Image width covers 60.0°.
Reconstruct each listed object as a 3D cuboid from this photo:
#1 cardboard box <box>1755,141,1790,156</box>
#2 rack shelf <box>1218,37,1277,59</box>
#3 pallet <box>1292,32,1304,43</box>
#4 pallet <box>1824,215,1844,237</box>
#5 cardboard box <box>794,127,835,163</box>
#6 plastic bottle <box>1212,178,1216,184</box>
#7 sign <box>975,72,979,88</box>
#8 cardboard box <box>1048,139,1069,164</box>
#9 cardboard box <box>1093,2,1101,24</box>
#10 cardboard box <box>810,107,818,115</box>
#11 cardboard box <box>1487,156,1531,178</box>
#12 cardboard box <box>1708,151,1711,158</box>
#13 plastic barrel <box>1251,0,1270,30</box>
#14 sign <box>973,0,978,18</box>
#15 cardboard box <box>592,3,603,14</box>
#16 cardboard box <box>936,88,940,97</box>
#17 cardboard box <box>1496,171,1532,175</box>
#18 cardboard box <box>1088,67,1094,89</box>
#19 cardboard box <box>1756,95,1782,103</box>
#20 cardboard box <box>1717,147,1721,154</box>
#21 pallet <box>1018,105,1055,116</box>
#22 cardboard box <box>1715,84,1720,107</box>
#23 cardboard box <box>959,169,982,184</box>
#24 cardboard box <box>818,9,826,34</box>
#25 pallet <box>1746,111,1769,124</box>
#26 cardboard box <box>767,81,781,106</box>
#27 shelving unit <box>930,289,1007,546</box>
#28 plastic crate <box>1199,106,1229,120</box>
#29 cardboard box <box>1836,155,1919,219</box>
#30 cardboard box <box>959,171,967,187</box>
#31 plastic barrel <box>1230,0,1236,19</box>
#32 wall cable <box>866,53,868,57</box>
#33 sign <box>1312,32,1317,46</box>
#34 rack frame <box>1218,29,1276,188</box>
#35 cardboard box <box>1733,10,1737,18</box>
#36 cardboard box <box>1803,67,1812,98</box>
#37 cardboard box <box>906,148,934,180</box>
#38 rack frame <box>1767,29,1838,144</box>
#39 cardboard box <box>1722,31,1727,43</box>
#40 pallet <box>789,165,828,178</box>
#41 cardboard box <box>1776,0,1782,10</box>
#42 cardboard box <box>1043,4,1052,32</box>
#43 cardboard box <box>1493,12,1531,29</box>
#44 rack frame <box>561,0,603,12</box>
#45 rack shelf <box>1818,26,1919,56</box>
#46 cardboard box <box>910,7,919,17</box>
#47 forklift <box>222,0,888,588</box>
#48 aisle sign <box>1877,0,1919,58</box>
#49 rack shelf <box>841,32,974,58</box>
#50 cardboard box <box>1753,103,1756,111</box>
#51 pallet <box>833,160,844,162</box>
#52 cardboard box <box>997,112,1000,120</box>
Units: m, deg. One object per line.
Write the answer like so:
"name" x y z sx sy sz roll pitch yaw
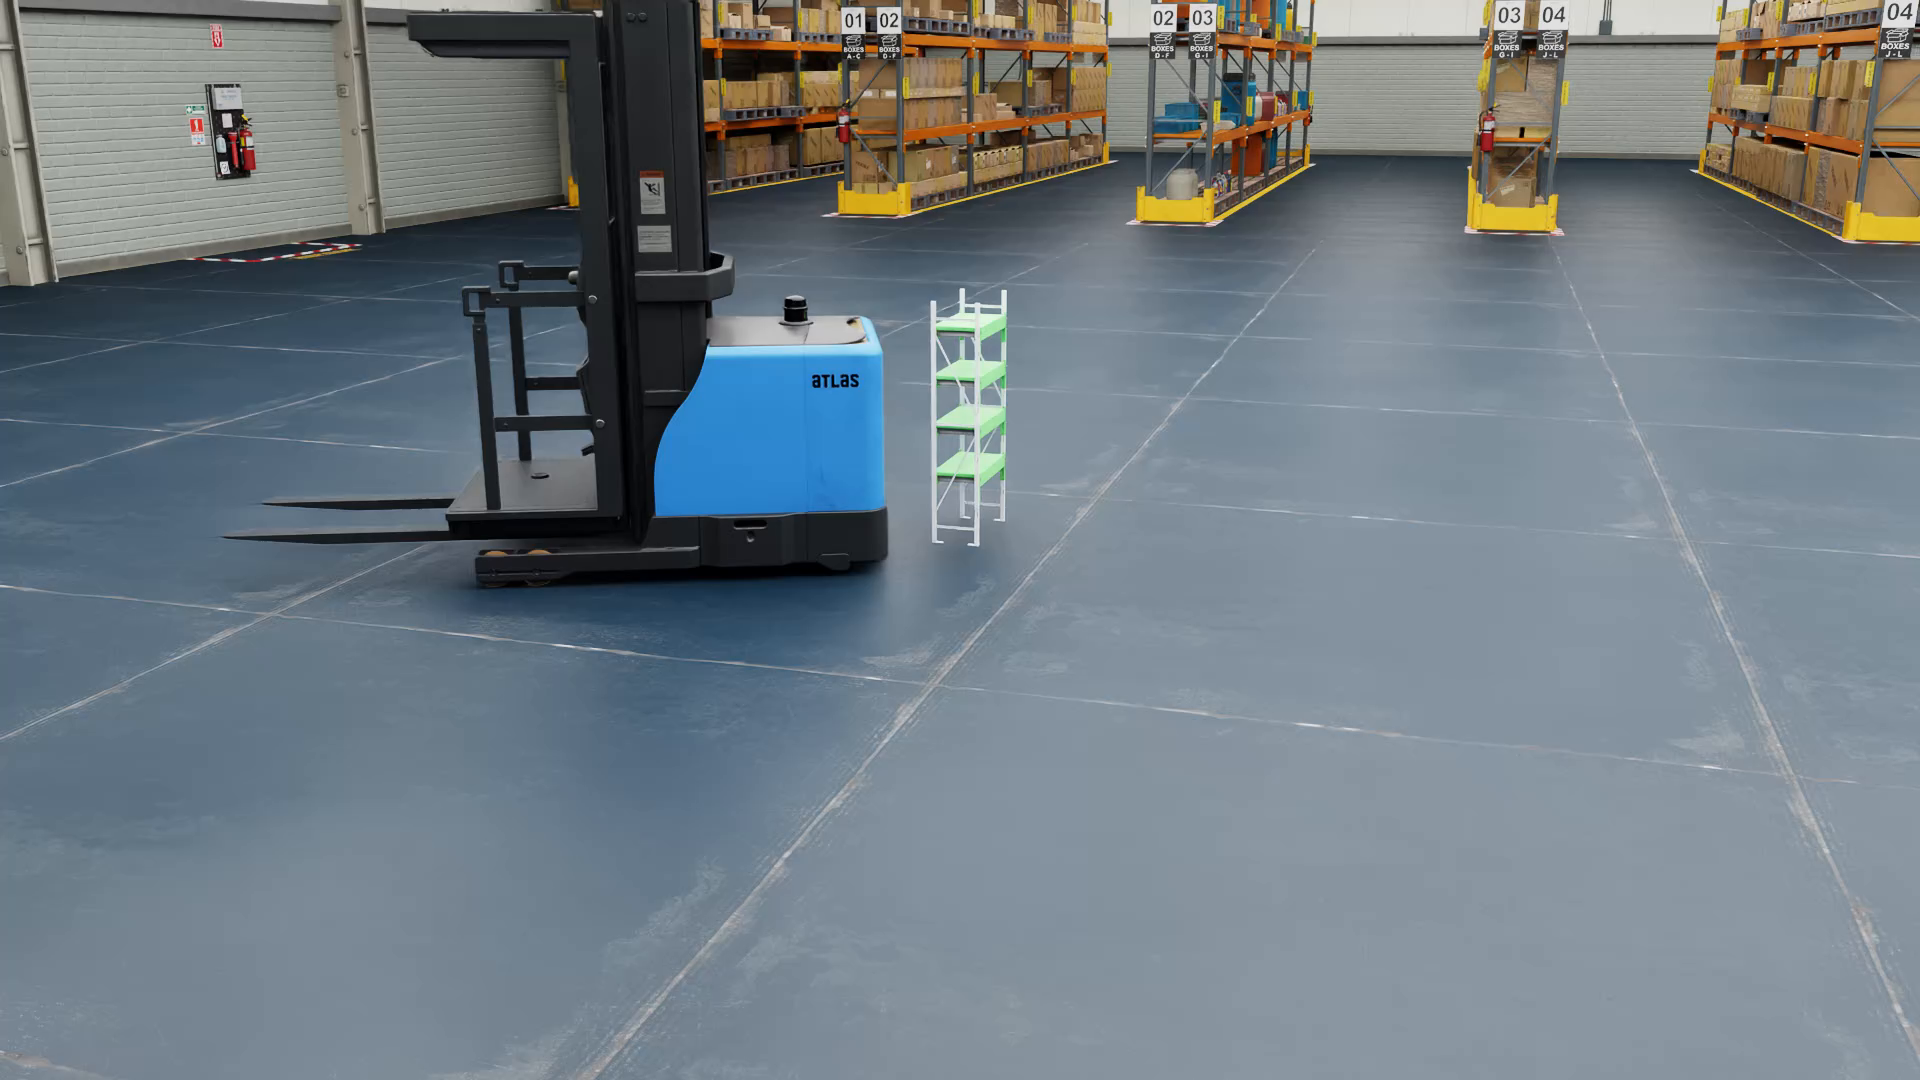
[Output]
"cardboard box" 15.051 -7.243 30.806 0.500 0.250 0.500 4 16 15
"rack shelf" 5.064 -9.052 30.569 1.077 0.370 4.000 5 16 16
"pallet" 6.640 -10.665 35.281 1.213 0.211 1.003 5 16 16
"pallet" 12.987 -4.464 23.682 1.003 0.211 1.213 5 16 16
"cardboard box" -3.276 -8.826 37.118 0.750 0.750 0.750 5 16 16
"plastic bottle" 4.291 -5.977 28.078 0.061 0.283 0.133 5 16 16
"sign" 0.362 -9.422 34.075 0.100 0.325 0.005 5 16 16
"cardboard box" 2.156 -8.768 37.520 0.500 0.500 0.500 5 16 16
"cardboard box" 3.028 -12.793 40.424 0.700 0.500 0.500 5 16 16
"cardboard box" -3.314 -9.332 36.158 0.380 0.149 0.250 5 17 18
"cardboard box" 10.065 -6.781 30.513 0.700 0.500 0.500 3 16 11
"cardboard box" 16.855 -8.566 36.942 0.380 0.149 0.250 5 16 16
"plastic barrel" 5.797 -10.479 32.723 0.600 0.830 0.708 5 16 16
"sign" 0.281 -9.505 29.752 0.100 0.325 0.005 5 16 16
"cardboard box" -5.804 -8.723 27.869 0.500 0.500 0.500 5 17 17
"cardboard box" -0.559 -7.688 28.565 0.380 0.149 0.250 5 17 18
"cardboard box" 8.635 -5.485 25.980 0.500 0.500 0.500 6 17 21
"cardboard box" 2.864 -10.946 39.407 0.500 0.500 0.500 5 17 18
"cardboard box" 14.812 -8.072 30.438 0.380 0.149 0.250 5 17 17
"cardboard box" 16.397 -8.307 35.484 0.380 0.149 0.250 4 16 14
"pallet" 1.433 -9.281 35.904 1.003 0.211 1.213 5 16 16
"cardboard box" 16.862 -9.730 36.407 0.500 0.500 0.500 5 16 16
"cardboard box" 0.100 -6.783 31.015 0.500 0.250 0.500 4 16 15
"cardboard box" -3.384 -11.498 36.883 0.700 0.500 0.500 5 16 16
"pallet" 15.209 -7.786 30.634 1.213 0.211 1.003 5 16 16
"cardboard box" -4.123 -9.235 34.401 0.700 0.500 0.500 3 16 11
"shelving unit" 0.047 -0.621 8.318 0.258 1.200 0.503 5 16 16
"plastic crate" 4.225 -7.275 28.596 0.767 0.338 0.504 5 16 16
"cardboard box" 12.964 -4.953 23.419 0.875 0.875 0.875 5 17 16
"cardboard box" -0.174 -6.558 30.224 0.500 0.250 0.500 5 16 16
"plastic barrel" 4.618 -9.437 29.689 0.600 0.901 0.600 0 16 0
"wall cable" -2.135 -12.237 44.114 0.084 1.984 1.851 5 16 16
"sign" 8.438 -11.926 39.574 0.100 0.325 0.005 5 16 16
"rack frame" 5.633 -8.479 32.725 1.000 3.000 0.127 5 16 16
"cardboard box" 16.467 -11.045 34.902 0.380 0.149 0.250 4 16 15
"cardboard box" 14.395 -7.563 27.483 0.700 0.500 0.500 5 17 16
"cardboard box" -0.753 -6.397 28.279 0.500 0.500 0.500 5 16 16
"rack frame" 15.108 -7.684 29.922 1.000 3.000 0.127 5 16 16
"cardboard box" 16.855 -10.912 36.083 0.500 0.250 0.500 5 17 18
"pallet" -3.569 -8.106 36.521 1.003 0.211 1.213 5 16 16
"cardboard box" 15.106 -9.804 30.316 0.396 0.266 0.258 5 16 16
"cardboard box" 1.640 -11.349 36.211 0.600 0.600 0.600 4 16 15
"cardboard box" 8.002 -7.518 24.117 0.500 0.250 0.500 5 17 17
"rack frame" -6.139 -10.040 27.236 1.000 3.000 0.127 5 16 16
"rack shelf" 13.403 -7.211 24.076 1.077 0.370 4.000 5 16 16
"cardboard box" -0.885 -8.657 27.289 0.380 0.149 0.250 5 16 16
"forklift" -1.890 -1.345 7.698 3.031 2.935 1.130 -2 16 -6
"aisle sign" 12.527 -6.846 22.204 0.394 0.787 0.004 5 16 16
"rack shelf" -0.820 -8.391 28.237 1.077 0.370 4.000 5 16 16
"cardboard box" 14.880 -7.994 30.708 0.380 0.149 0.250 5 16 16
"pallet" -2.876 -8.744 38.771 1.003 0.211 1.213 5 16 16
"cardboard box" 0.576 -8.405 32.925 0.380 0.149 0.250 6 17 20
